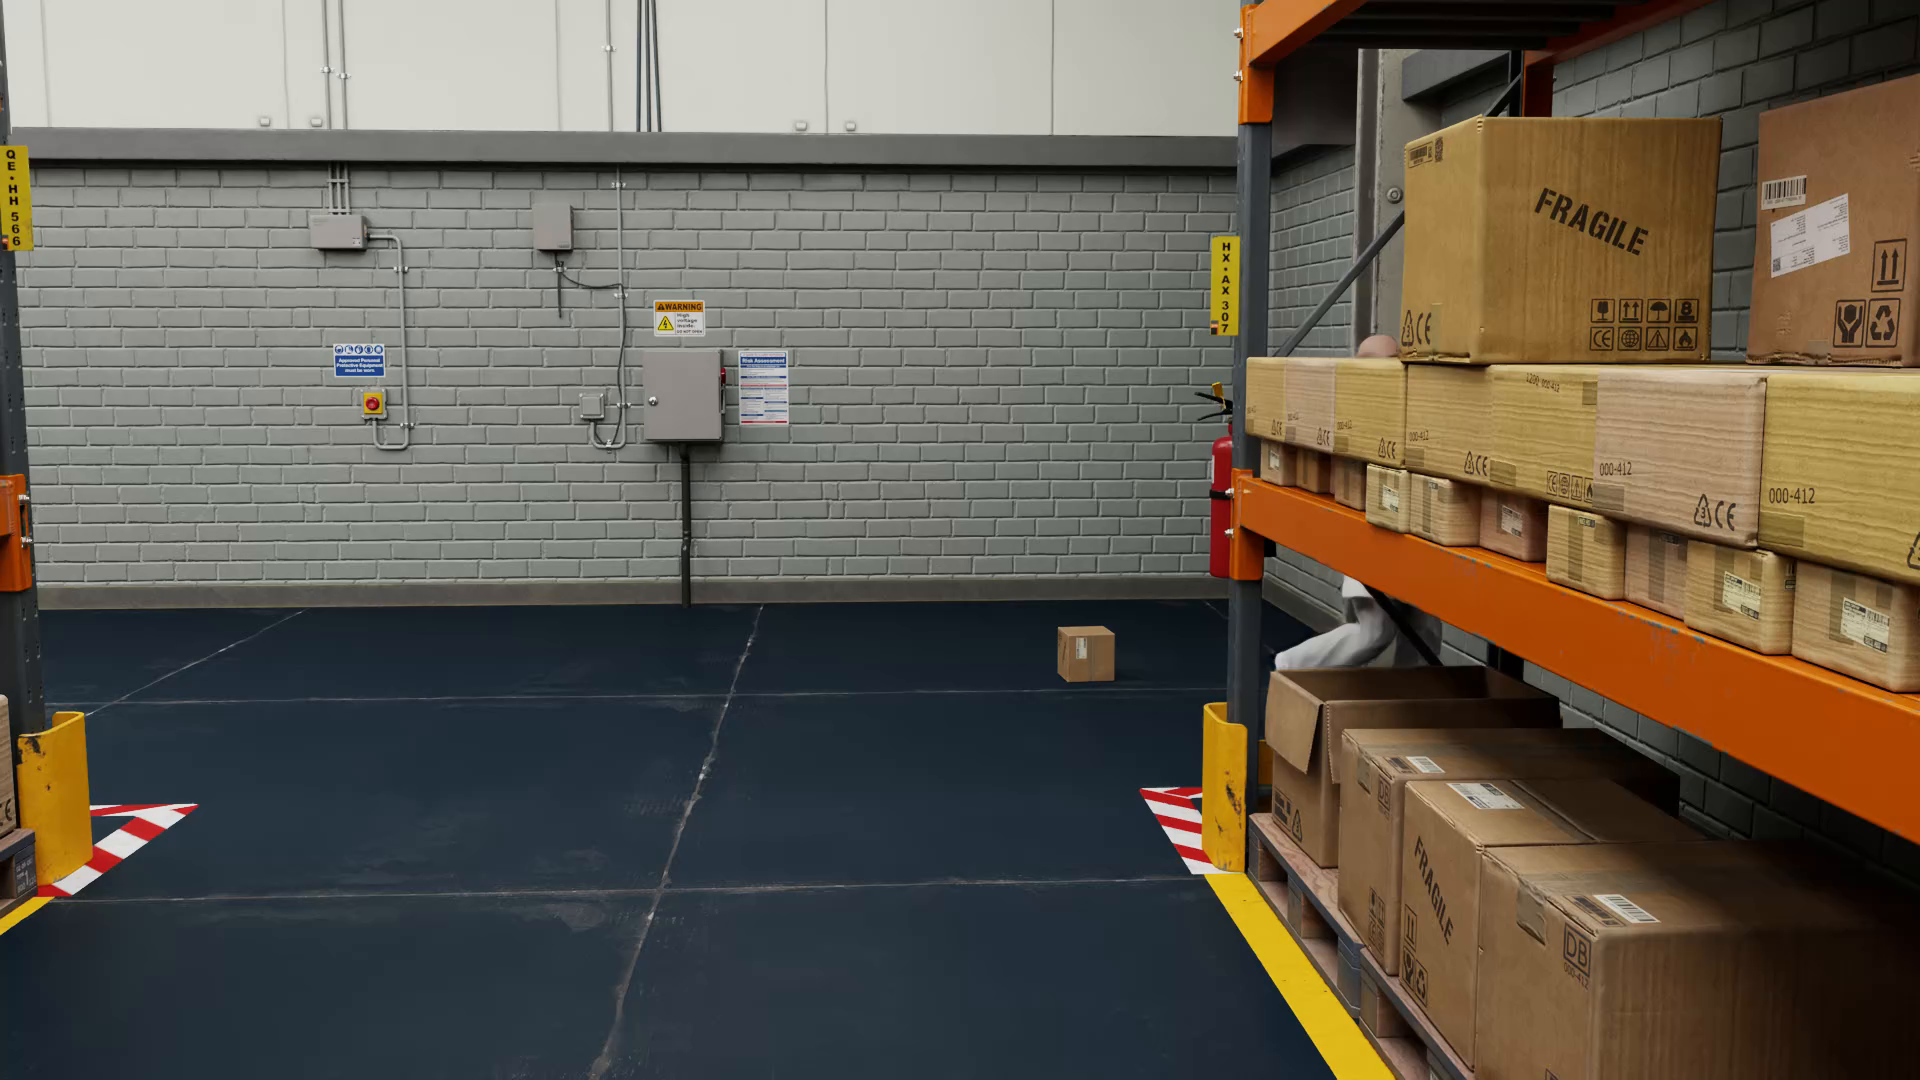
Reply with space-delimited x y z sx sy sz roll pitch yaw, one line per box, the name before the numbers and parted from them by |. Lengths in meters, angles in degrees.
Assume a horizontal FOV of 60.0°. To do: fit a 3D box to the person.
person | 1.772 0.003 7.124 0.835 1.753 0.588 6 9 41
